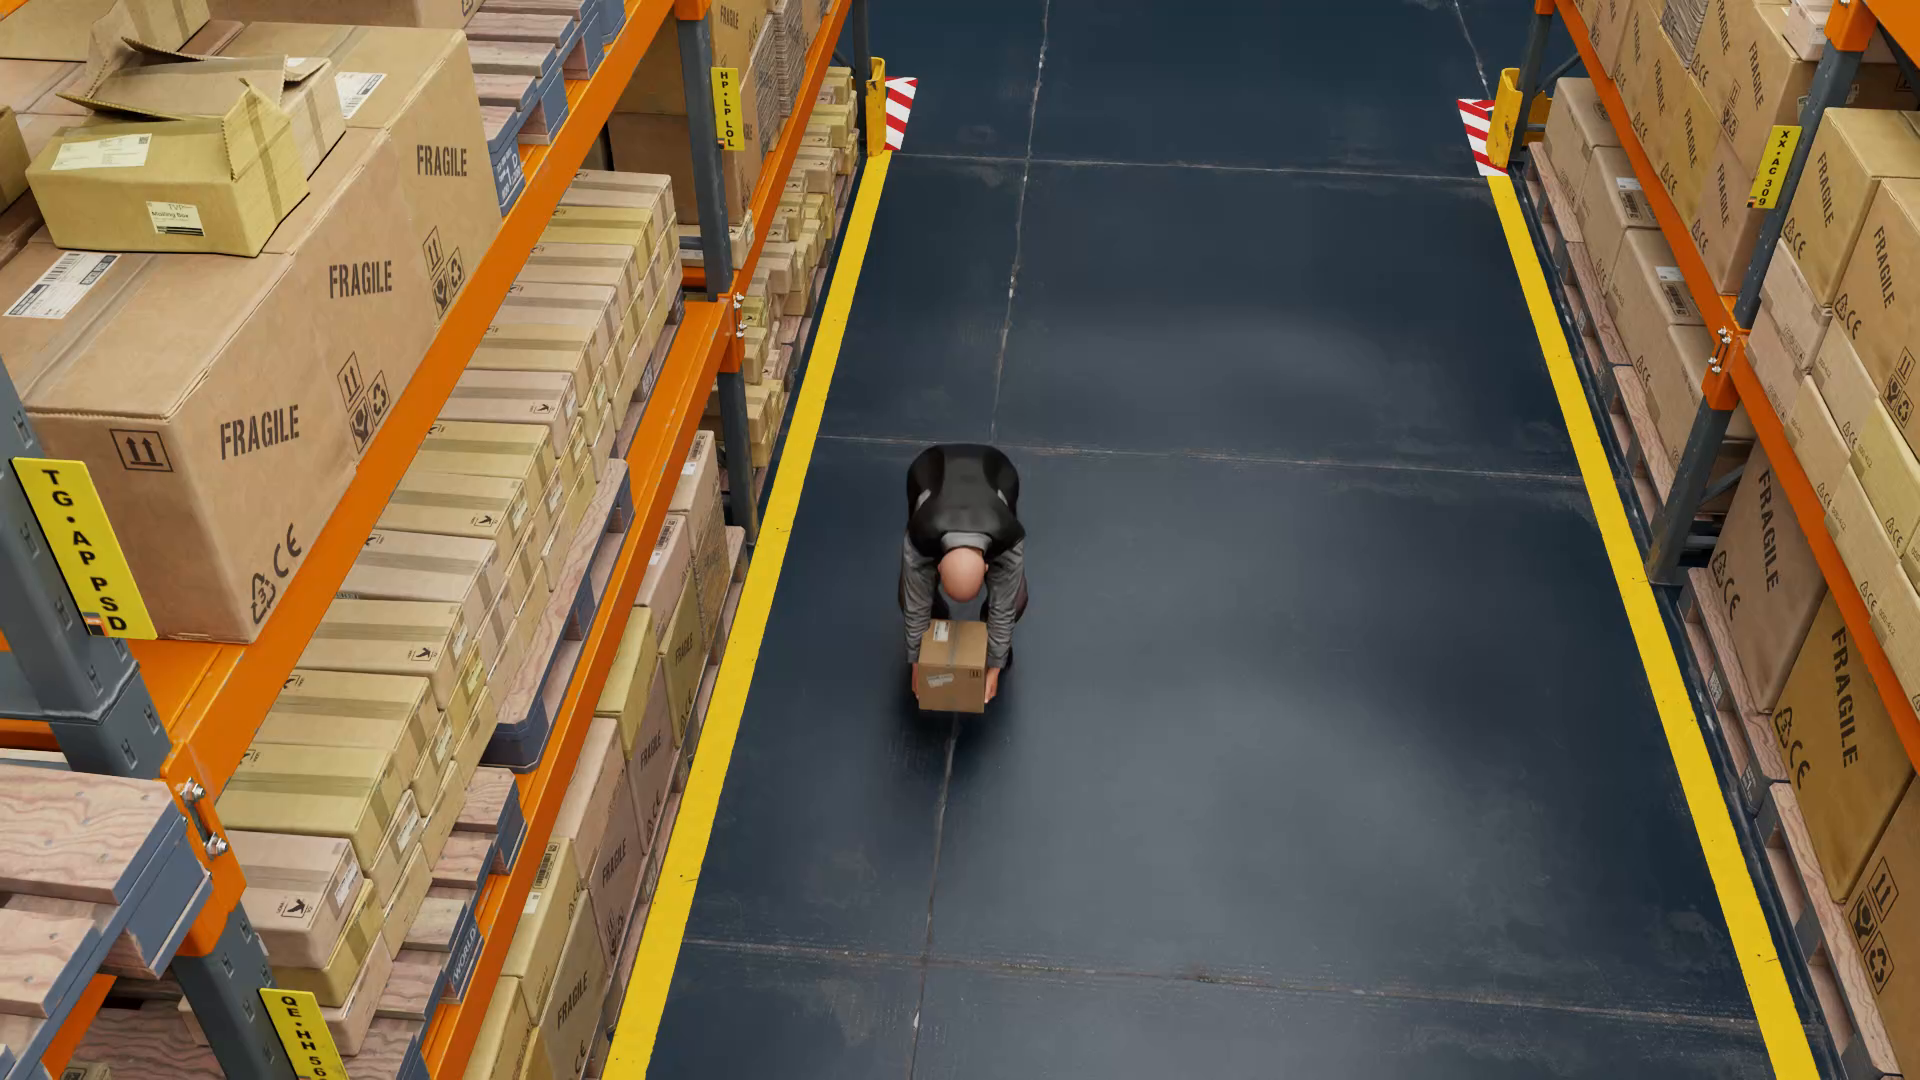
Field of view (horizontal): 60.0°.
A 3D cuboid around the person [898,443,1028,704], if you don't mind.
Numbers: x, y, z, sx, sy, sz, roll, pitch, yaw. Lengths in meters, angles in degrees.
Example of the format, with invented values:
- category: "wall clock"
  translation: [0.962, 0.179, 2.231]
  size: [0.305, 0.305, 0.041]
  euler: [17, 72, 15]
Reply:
- category: "person"
  translation: [0.011, 0.170, 6.530]
  size: [0.517, 1.007, 0.949]
  euler: [1, 40, 2]
